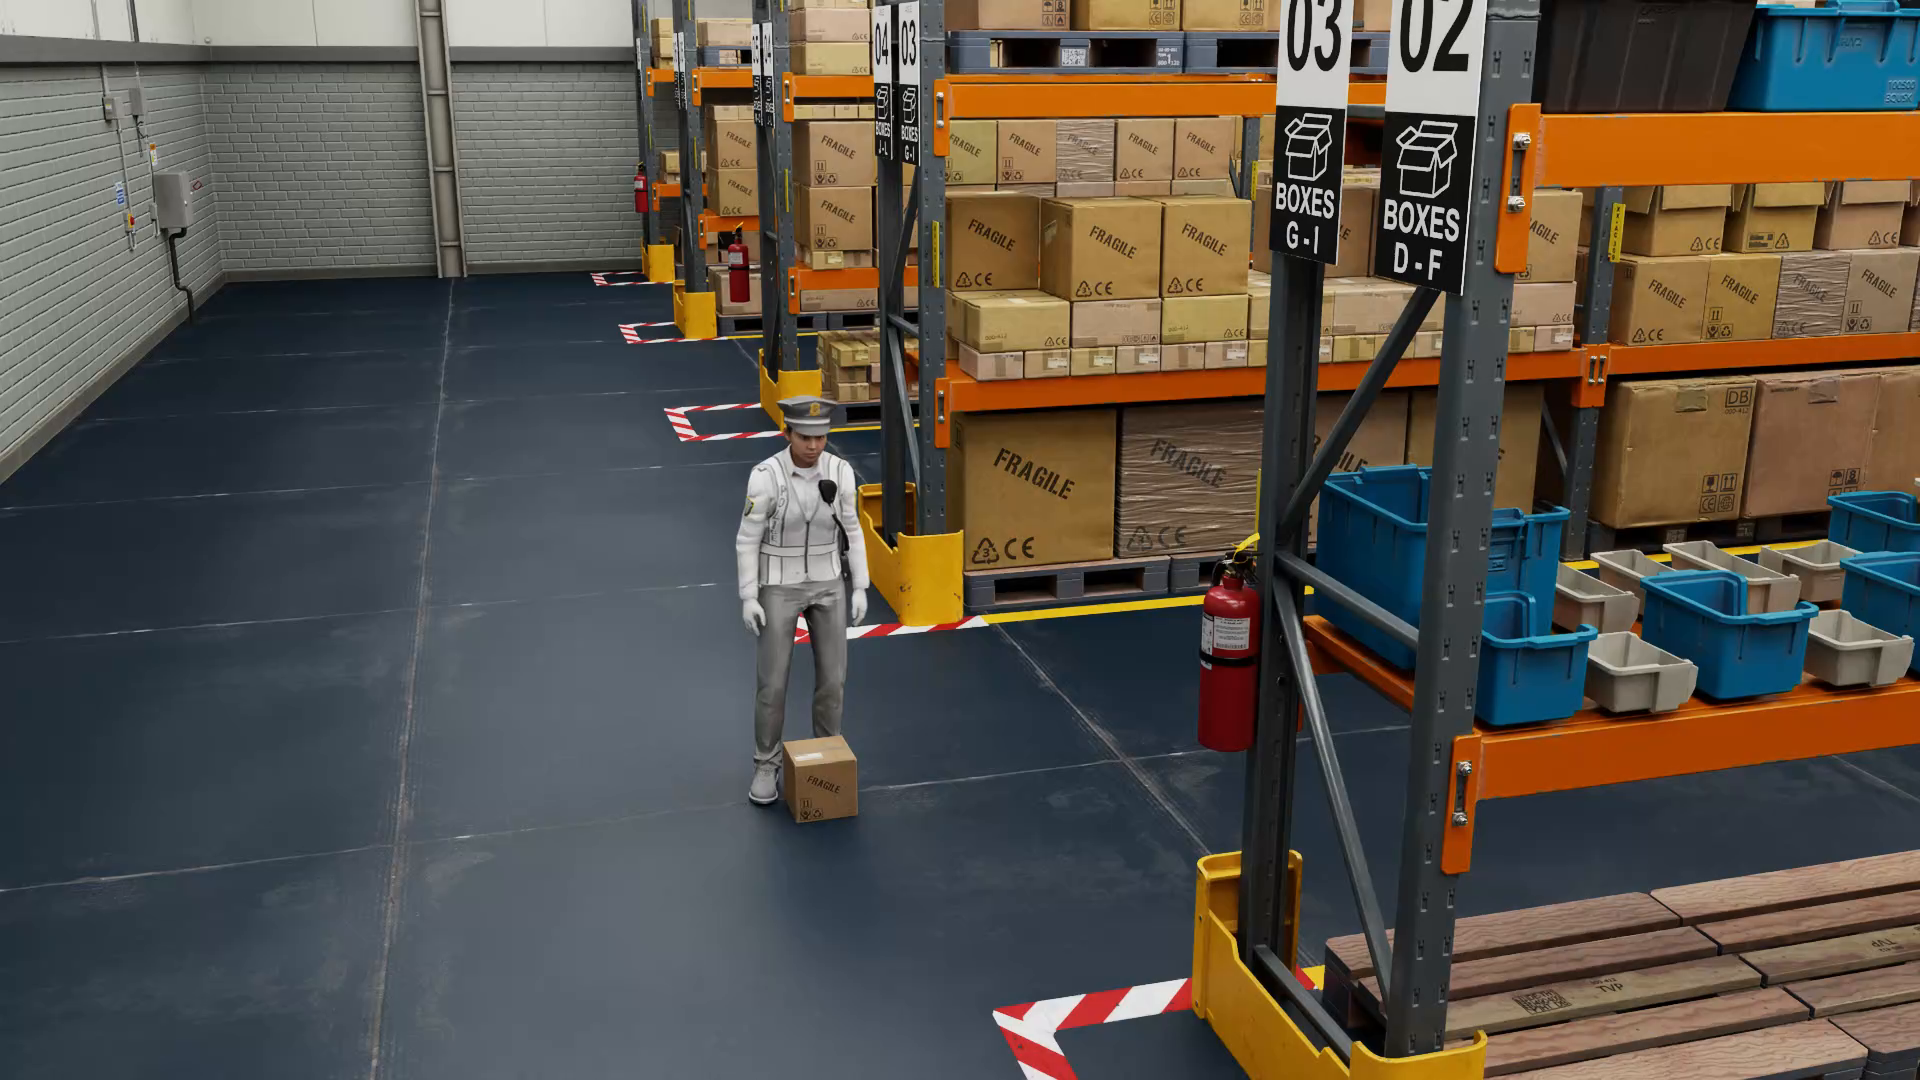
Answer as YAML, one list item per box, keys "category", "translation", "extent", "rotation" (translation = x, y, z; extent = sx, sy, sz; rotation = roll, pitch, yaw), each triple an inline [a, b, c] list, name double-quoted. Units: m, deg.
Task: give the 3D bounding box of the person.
- category: "person"
  translation: [-0.632, 0.224, 6.749]
  extent: [0.542, 1.664, 0.373]
  rotation: [-5, 17, -17]
